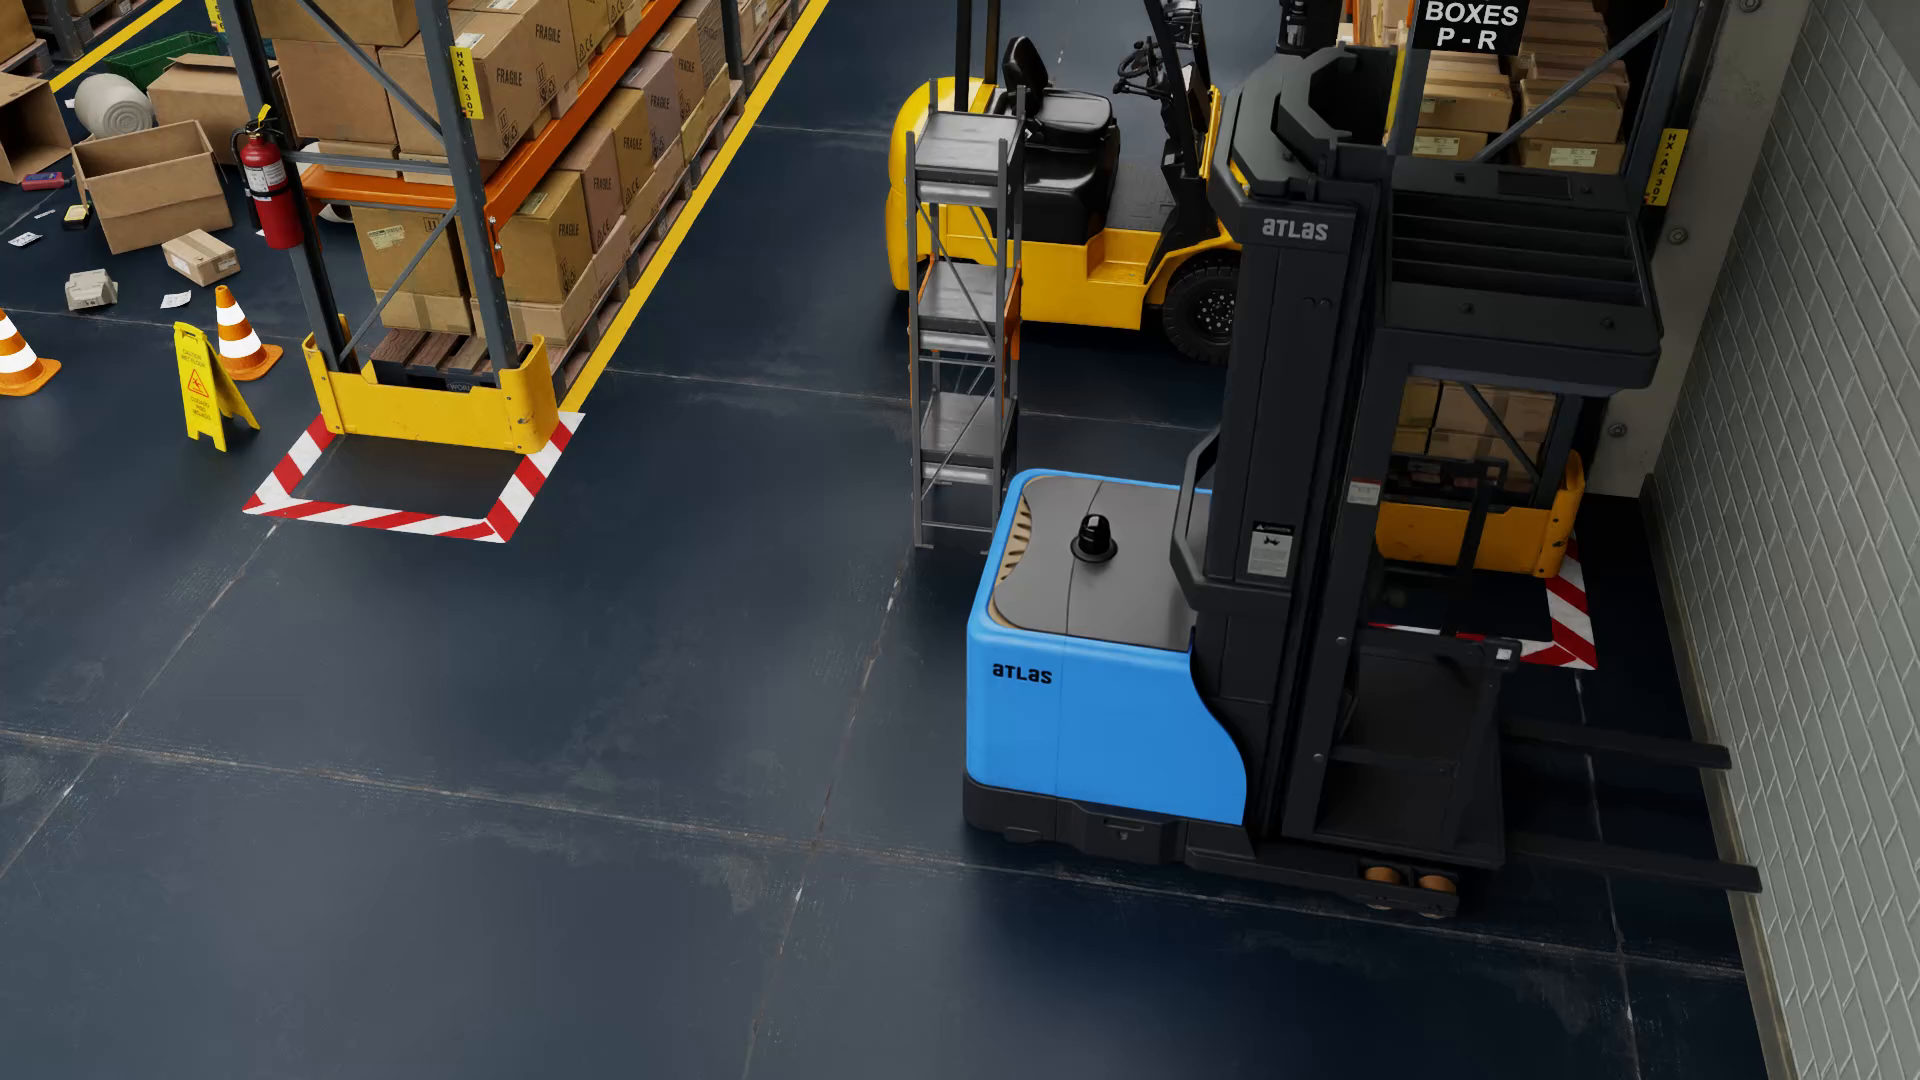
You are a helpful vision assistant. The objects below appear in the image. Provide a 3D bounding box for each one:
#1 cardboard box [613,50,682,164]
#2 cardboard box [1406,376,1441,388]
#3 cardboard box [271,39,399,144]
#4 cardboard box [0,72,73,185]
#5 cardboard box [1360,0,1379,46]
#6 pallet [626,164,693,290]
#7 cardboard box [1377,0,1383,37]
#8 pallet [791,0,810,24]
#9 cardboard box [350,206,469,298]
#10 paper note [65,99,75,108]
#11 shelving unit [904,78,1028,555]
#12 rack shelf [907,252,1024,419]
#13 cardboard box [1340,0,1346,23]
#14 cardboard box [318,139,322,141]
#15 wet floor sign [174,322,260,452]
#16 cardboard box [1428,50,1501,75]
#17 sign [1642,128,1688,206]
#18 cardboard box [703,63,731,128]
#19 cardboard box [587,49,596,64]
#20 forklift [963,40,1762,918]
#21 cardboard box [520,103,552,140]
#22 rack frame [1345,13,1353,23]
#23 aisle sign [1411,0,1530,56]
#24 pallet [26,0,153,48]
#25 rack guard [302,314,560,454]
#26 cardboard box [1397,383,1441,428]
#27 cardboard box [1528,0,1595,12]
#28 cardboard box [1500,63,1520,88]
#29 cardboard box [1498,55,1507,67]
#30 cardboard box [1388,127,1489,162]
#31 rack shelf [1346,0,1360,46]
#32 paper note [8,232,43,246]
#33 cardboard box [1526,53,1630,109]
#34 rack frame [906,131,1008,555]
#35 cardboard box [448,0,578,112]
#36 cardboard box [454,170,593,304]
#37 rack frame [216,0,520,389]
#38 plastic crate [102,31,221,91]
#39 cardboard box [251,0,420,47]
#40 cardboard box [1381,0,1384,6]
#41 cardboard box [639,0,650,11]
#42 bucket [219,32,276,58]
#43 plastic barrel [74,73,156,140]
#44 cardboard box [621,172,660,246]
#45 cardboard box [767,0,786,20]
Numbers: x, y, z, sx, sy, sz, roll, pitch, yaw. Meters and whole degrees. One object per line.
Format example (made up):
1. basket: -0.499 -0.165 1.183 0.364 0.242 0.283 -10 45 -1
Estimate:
1. cardboard box: -1.995 -2.567 9.838 0.500 0.500 0.500 8 40 10
2. cardboard box: 1.986 -0.973 7.713 0.500 0.250 0.500 8 40 9
3. cardboard box: -2.853 -2.231 7.879 0.500 0.500 0.500 6 40 7
4. cardboard box: -6.134 -2.650 10.657 0.500 0.500 0.500 13 41 15
5. cardboard box: 2.303 -2.501 8.439 0.500 0.500 0.500 7 40 8
6. pallet: -2.274 -1.949 10.039 1.003 0.211 1.213 6 40 8
7. cardboard box: 2.195 -2.506 7.937 0.380 0.149 0.250 7 40 8
8. pallet: -1.642 -4.399 13.002 1.003 0.211 1.213 6 40 8
9. cardboard box: -2.794 -1.629 8.703 0.500 0.500 0.500 7 40 8
10. paper note: -6.101 -3.034 11.492 0.147 0.020 0.142 -20 44 -23
11. shelving unit: 0.029 -0.913 7.303 0.431 2.100 0.503 6 40 8
12. rack shelf: 0.029 -0.903 7.312 0.431 0.518 0.480 6 40 8
13. cardboard box: 3.127 -3.733 11.543 0.875 0.625 0.625 6 40 7
14. cardboard box: -4.239 -2.889 11.132 0.258 0.266 0.396 -20 44 -23
15. wet floor sign: -3.763 -0.798 8.306 0.267 0.644 0.232 20 44 23
16. cardboard box: 2.080 -1.971 7.056 0.380 0.149 0.250 6 40 8
17. sign: 2.759 -1.461 6.518 0.100 0.325 0.005 6 40 8
18. cardboard box: -1.821 -2.918 10.851 0.500 0.250 0.500 8 40 10
19. cardboard box: -2.170 -2.611 8.847 0.380 0.149 0.250 8 40 9
20. forklift: 1.581 -0.102 5.670 3.031 2.935 1.130 8 40 9
21. cardboard box: -2.258 -2.118 8.251 0.380 0.149 0.250 5 40 6
22. rack frame: 2.906 -3.672 9.934 1.000 3.000 0.127 6 40 8
23. aisle sign: 1.913 -2.155 6.059 0.394 0.787 0.004 6 40 8
24. pallet: -6.817 -4.117 12.661 1.003 0.211 1.213 6 40 8
25. rack guard: -2.663 -0.791 8.411 1.175 0.500 0.348 6 40 8
26. cardboard box: 1.990 -0.796 7.892 0.500 0.250 0.500 6 40 7
27. cardboard box: 2.671 -2.402 7.577 0.380 0.149 0.250 8 40 9
28. cardboard box: 2.558 -1.955 7.270 0.380 0.149 0.250 6 40 7
29. cardboard box: 2.724 -2.126 7.986 0.500 0.500 0.500 6 40 7
30. cardboard box: 1.998 -1.699 6.960 0.380 0.149 0.250 7 40 8
31. rack shelf: 2.560 -2.140 8.645 1.077 0.370 4.000 6 40 8
32. paper note: -5.632 -1.815 10.019 0.144 0.017 0.142 20 44 23
33. cardboard box: 2.590 -1.912 6.984 0.380 0.149 0.250 8 40 9
34. rack frame: -0.014 -0.760 7.118 0.400 2.100 0.015 6 40 8
35. cardboard box: -2.234 -2.452 8.147 0.500 0.500 0.500 8 40 9
36. cardboard box: -2.260 -1.589 8.654 0.500 0.500 0.500 5 40 6
37. rack frame: -2.676 -1.707 7.557 1.000 3.000 0.127 6 40 8
38. plastic crate: -5.616 -3.384 11.748 0.450 0.188 0.662 20 43 37
39. cardboard box: -2.803 -2.590 7.529 0.700 0.500 0.500 5 40 7
40. cardboard box: 2.190 -2.625 7.847 0.380 0.149 0.250 7 40 9
41. cardboard box: -1.985 -3.090 9.427 0.380 0.149 0.250 6 40 7
42. bucket: -4.629 -3.684 11.325 0.726 0.611 0.620 20 34 23
43. plastic barrel: -5.562 -2.825 10.932 0.421 0.421 0.512 -28 47 -30
44. cardboard box: -2.086 -1.948 9.677 0.500 0.250 0.500 9 40 11
45. cardboard box: -1.774 -4.147 12.241 0.950 0.372 0.625 9 40 10
